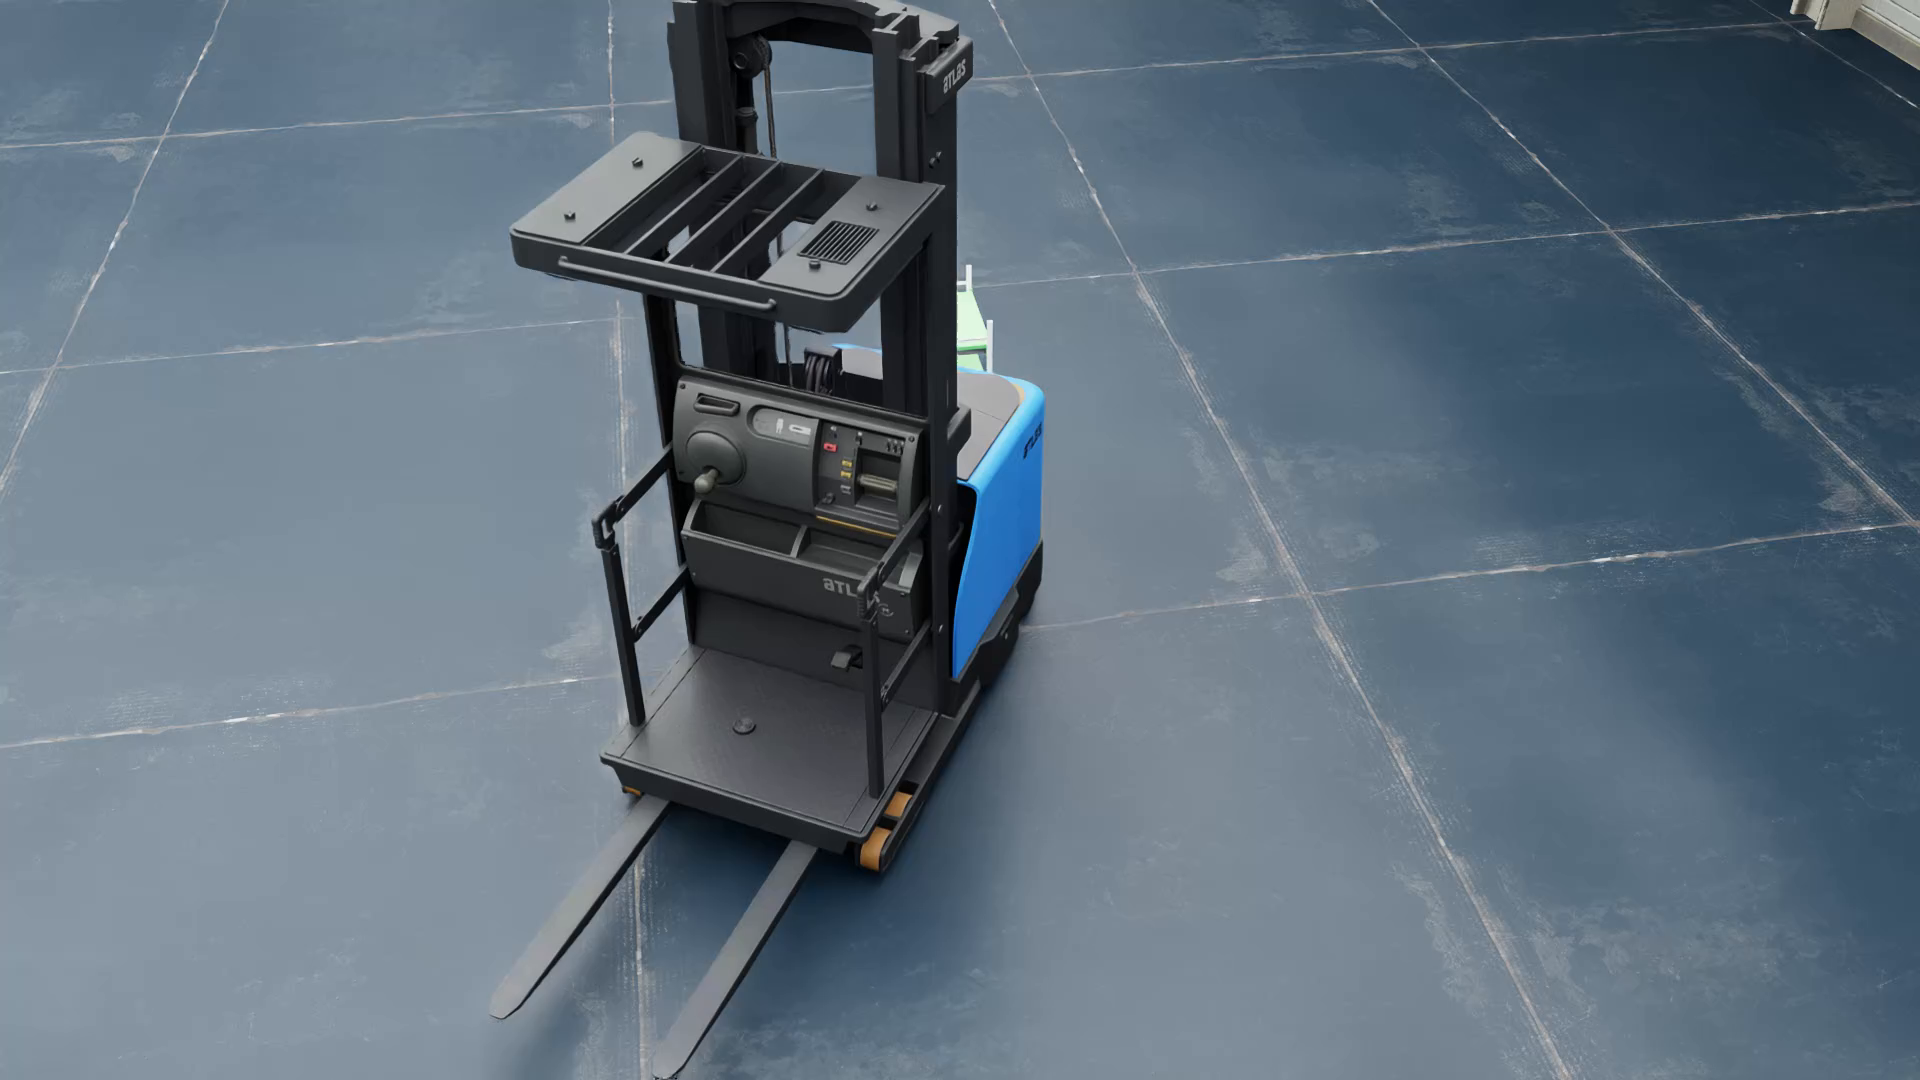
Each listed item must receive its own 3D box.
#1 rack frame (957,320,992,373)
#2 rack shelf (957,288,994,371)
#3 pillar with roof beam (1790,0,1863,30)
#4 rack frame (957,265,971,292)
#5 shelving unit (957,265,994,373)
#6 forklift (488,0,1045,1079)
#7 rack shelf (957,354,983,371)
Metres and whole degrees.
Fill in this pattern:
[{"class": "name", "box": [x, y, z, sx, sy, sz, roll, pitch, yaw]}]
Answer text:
[{"class": "rack frame", "box": [0.017, -0.432, 7.328, 0.240, 1.200, 0.015, -6, 38, -8]}, {"class": "rack shelf", "box": [-0.026, -0.908, 7.263, 0.258, 0.148, 0.480, -6, 38, -8]}, {"class": "pillar with roof beam", "box": [2.487, -7.152, 9.621, 9.100, 9.000, 0.400, -6, 38, -8]}, {"class": "rack frame", "box": [-0.068, -0.727, 7.708, 0.240, 1.200, 0.015, -6, 38, -8]}, {"class": "shelving unit", "box": [-0.025, -0.580, 7.518, 0.258, 1.200, 0.503, -6, 38, -8]}, {"class": "forklift", "box": [-0.659, -0.226, 5.651, 1.130, 2.935, 3.031, 14, 40, 17]}, {"class": "rack shelf", "box": [-0.025, -0.719, 7.410, 0.258, 0.148, 0.480, -6, 38, -8]}]
